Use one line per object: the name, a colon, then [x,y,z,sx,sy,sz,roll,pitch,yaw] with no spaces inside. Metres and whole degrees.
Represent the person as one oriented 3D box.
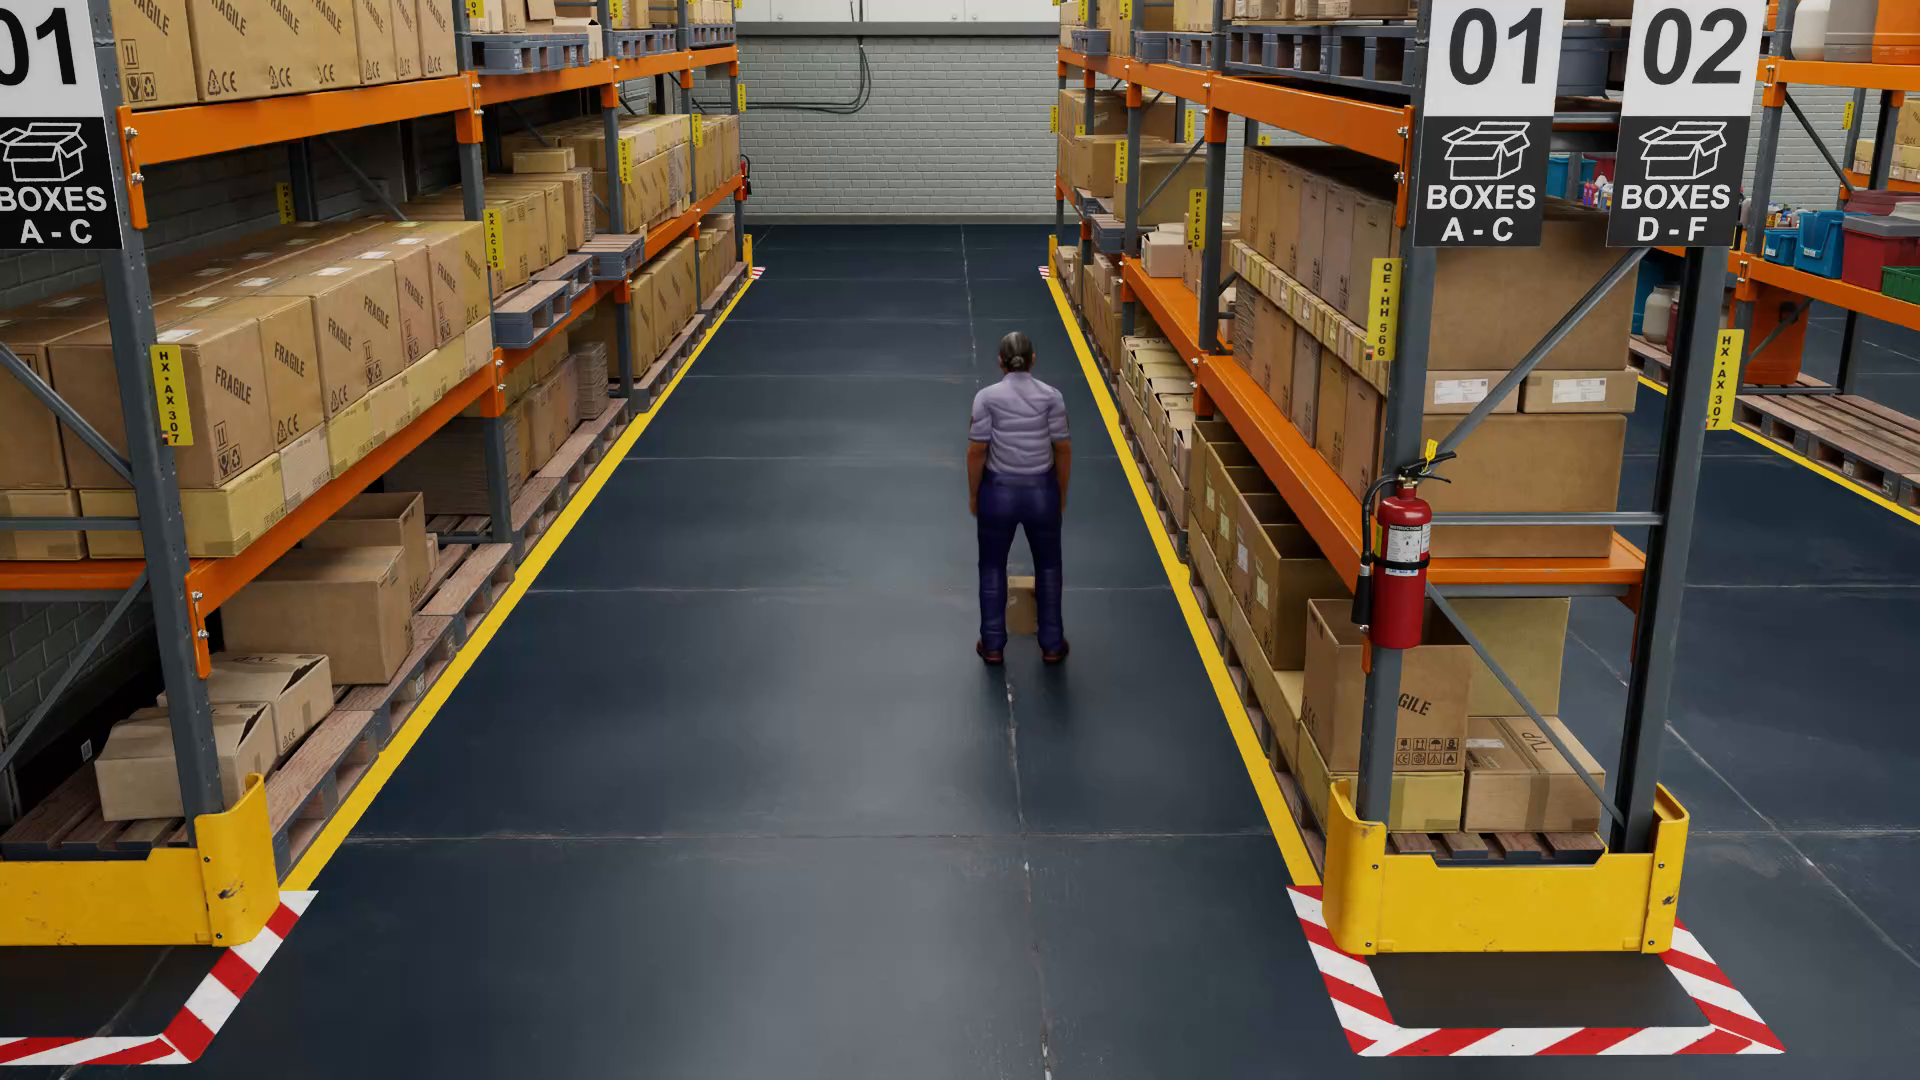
person: [0.298,-0.197,8.191,0.535,1.653,0.373,-1,17,-2]
